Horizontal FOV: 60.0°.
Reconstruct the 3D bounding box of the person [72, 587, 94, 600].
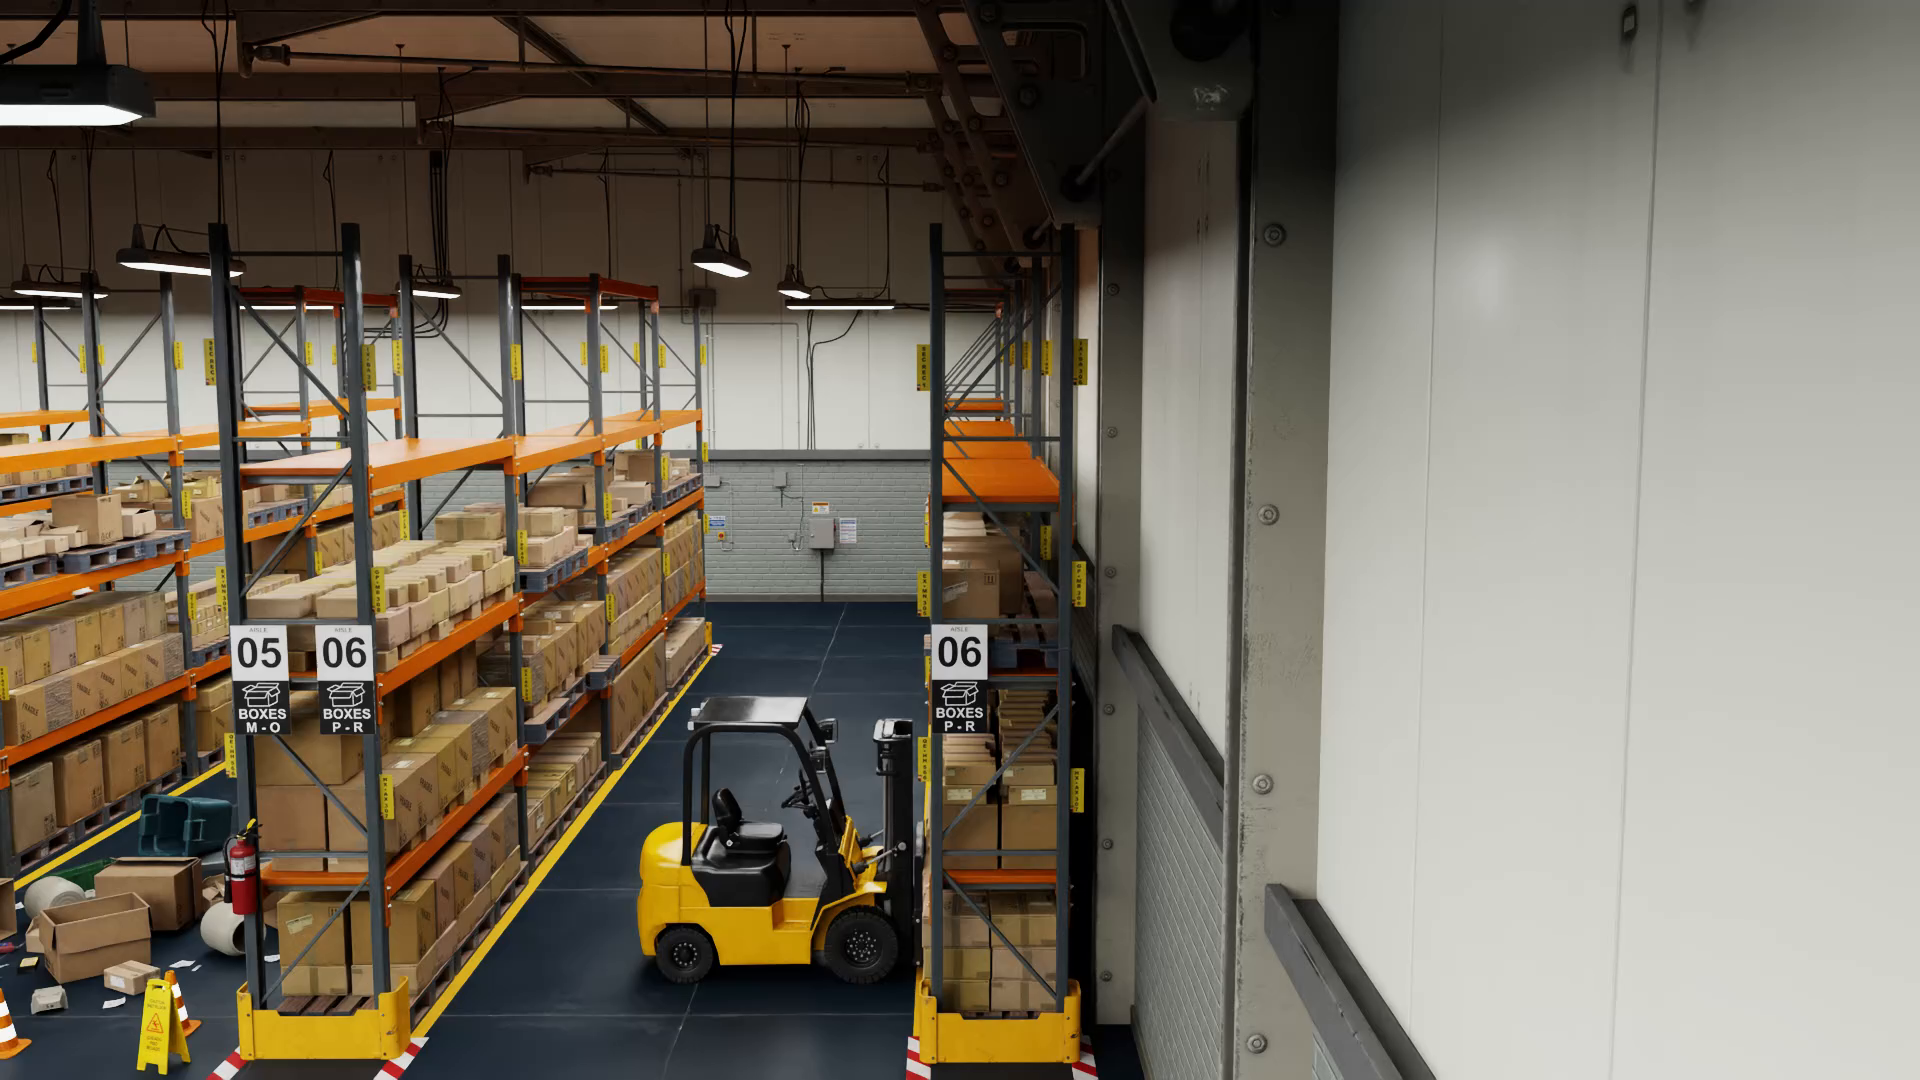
[{"bbox_3d":[-12.627,1.503,23.869,0.568,1.768,0.503,4,8,30],"label":"person"}]
